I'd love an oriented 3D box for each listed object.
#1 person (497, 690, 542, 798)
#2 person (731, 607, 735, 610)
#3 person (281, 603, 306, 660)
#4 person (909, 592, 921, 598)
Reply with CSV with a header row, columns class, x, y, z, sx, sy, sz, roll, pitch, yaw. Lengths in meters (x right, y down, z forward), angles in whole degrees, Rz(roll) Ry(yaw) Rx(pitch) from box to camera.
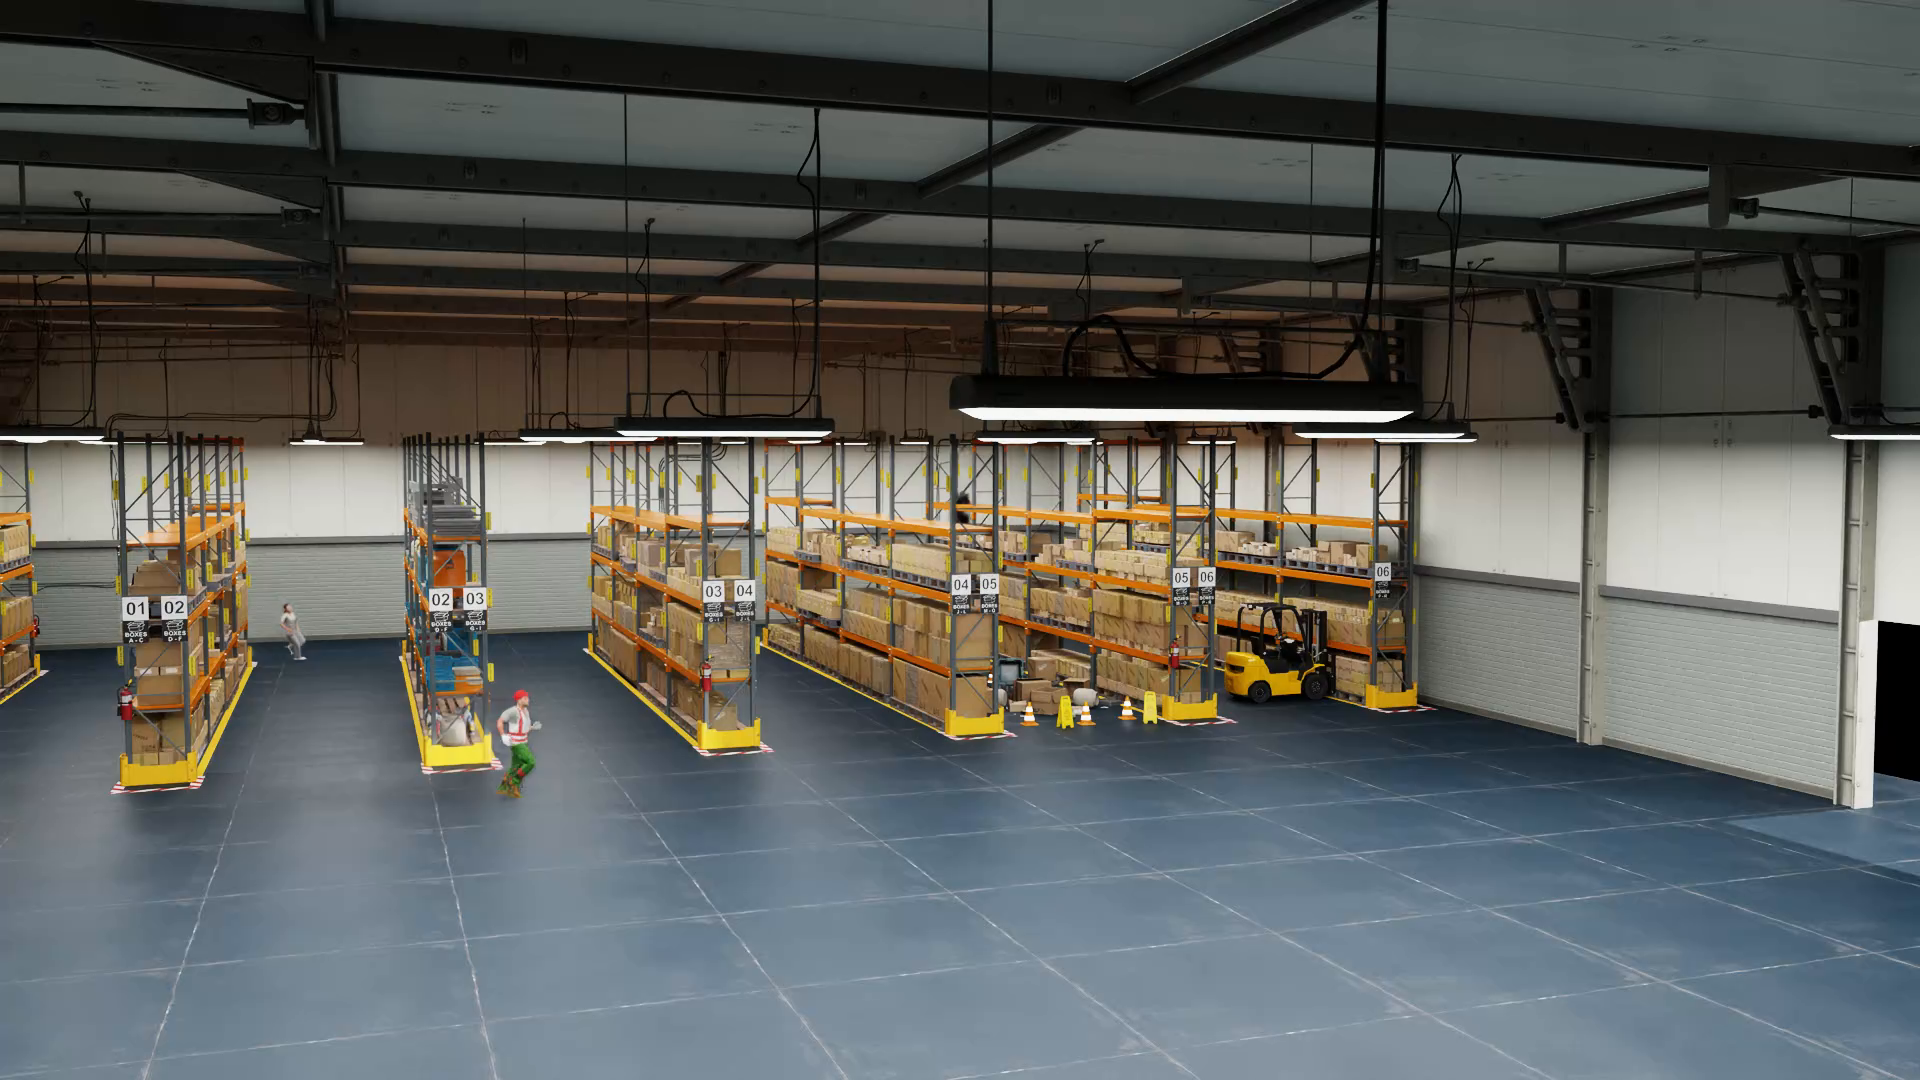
class,x,y,z,sx,sy,sz,roll,pitch,yaw
person,-7.203,3.326,27.157,0.735,1.750,0.647,0,3,6
person,-6.110,2.379,46.060,0.607,1.620,0.624,-1,3,-15
person,-17.967,2.468,44.702,0.549,1.570,0.638,1,3,21
person,-1.407,2.063,51.294,0.633,1.674,0.650,0,3,2
